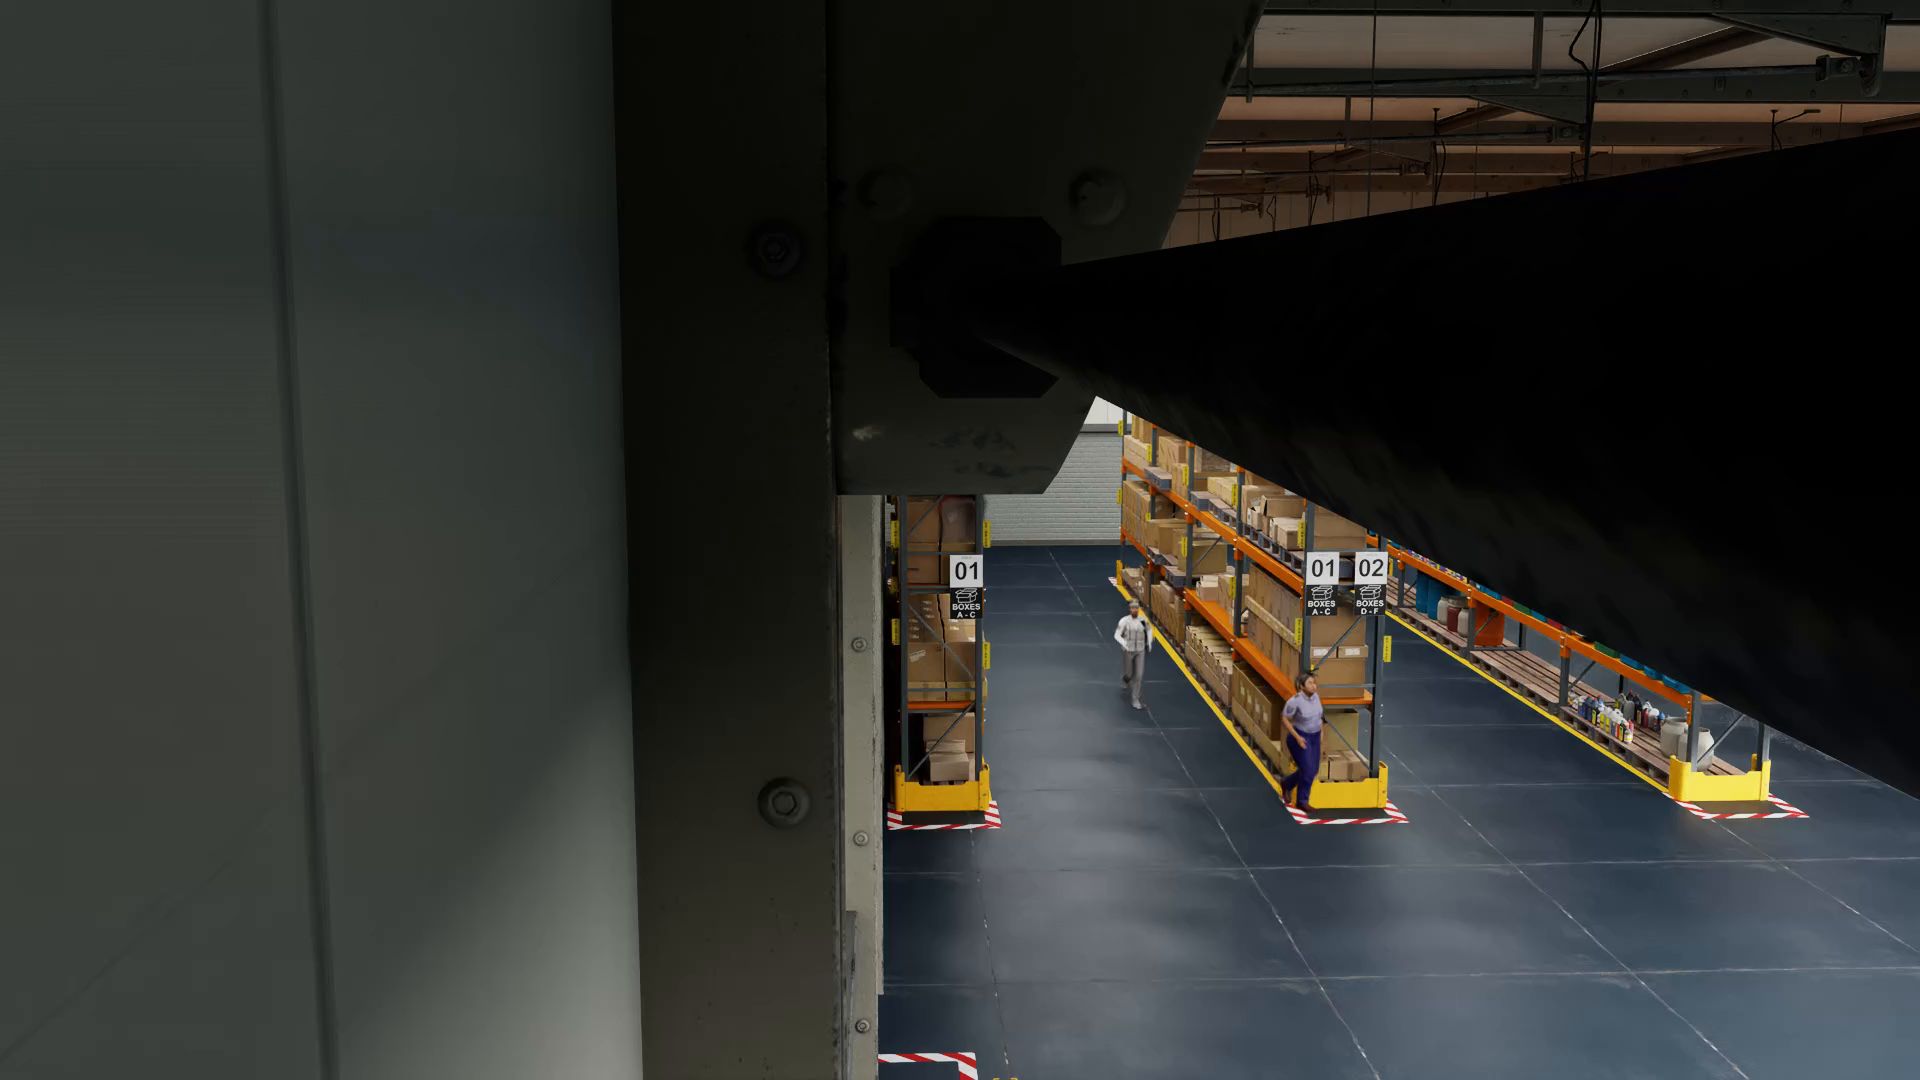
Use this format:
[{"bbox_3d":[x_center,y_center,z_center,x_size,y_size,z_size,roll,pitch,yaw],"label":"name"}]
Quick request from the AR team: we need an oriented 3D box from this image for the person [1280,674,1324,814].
[{"bbox_3d":[4.037,2.365,19.618,0.608,1.629,0.594,-6,11,-37],"label":"person"}]

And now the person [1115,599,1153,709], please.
[{"bbox_3d":[2.715,1.722,25.817,0.632,1.670,0.842,-1,8,-5],"label":"person"}]
